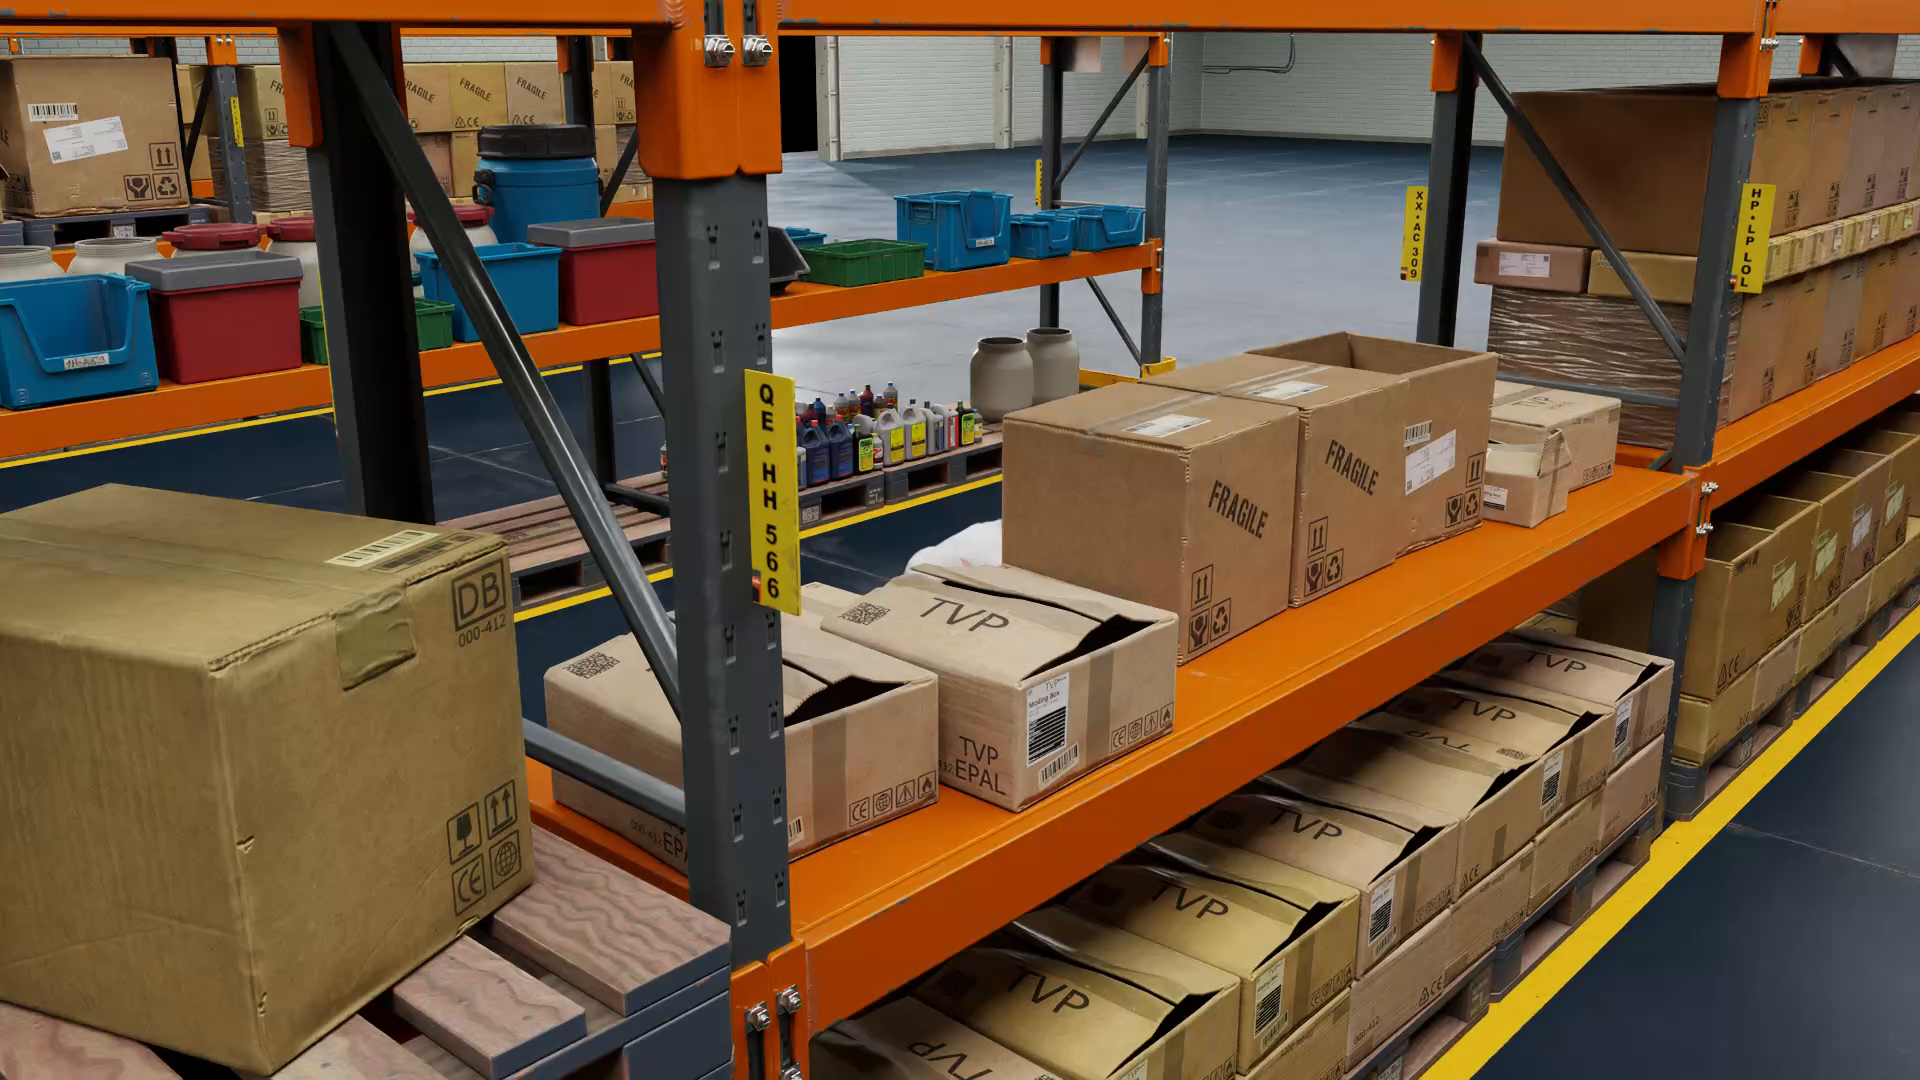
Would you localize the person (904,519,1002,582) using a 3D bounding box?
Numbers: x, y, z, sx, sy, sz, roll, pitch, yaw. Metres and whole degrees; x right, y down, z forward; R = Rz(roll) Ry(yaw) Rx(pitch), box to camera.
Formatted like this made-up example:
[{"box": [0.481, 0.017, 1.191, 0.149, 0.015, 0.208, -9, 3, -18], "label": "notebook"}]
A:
[{"box": [0.127, 0.415, 6.001, 0.535, 0.993, 0.956, 13, 21, 37], "label": "person"}]
